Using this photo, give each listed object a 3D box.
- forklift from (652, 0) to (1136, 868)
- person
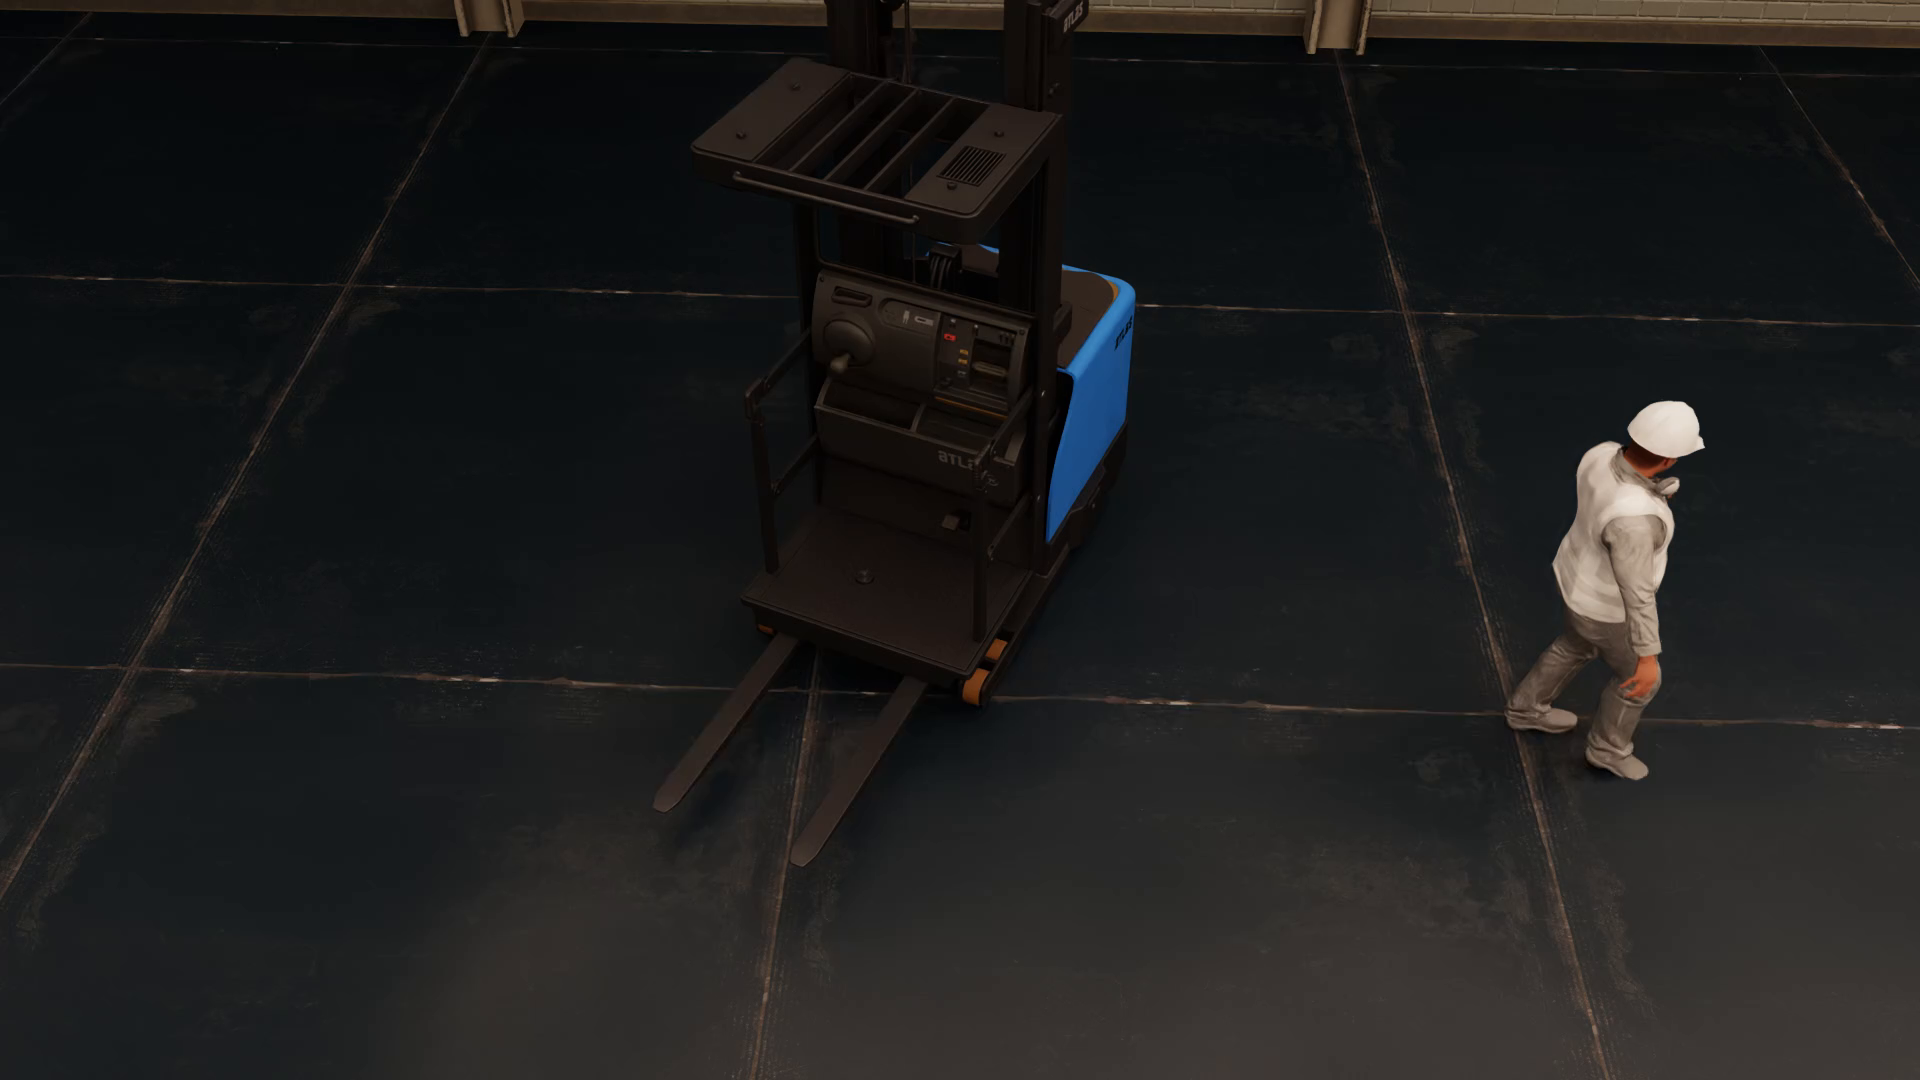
[{"bbox_3d":[-0.257,-0.709,6.519,1.130,2.935,3.031,17,45,18],"label":"forklift"},{"bbox_3d":[2.581,0.212,6.428,0.580,1.799,0.955,2,42,2],"label":"person"}]
